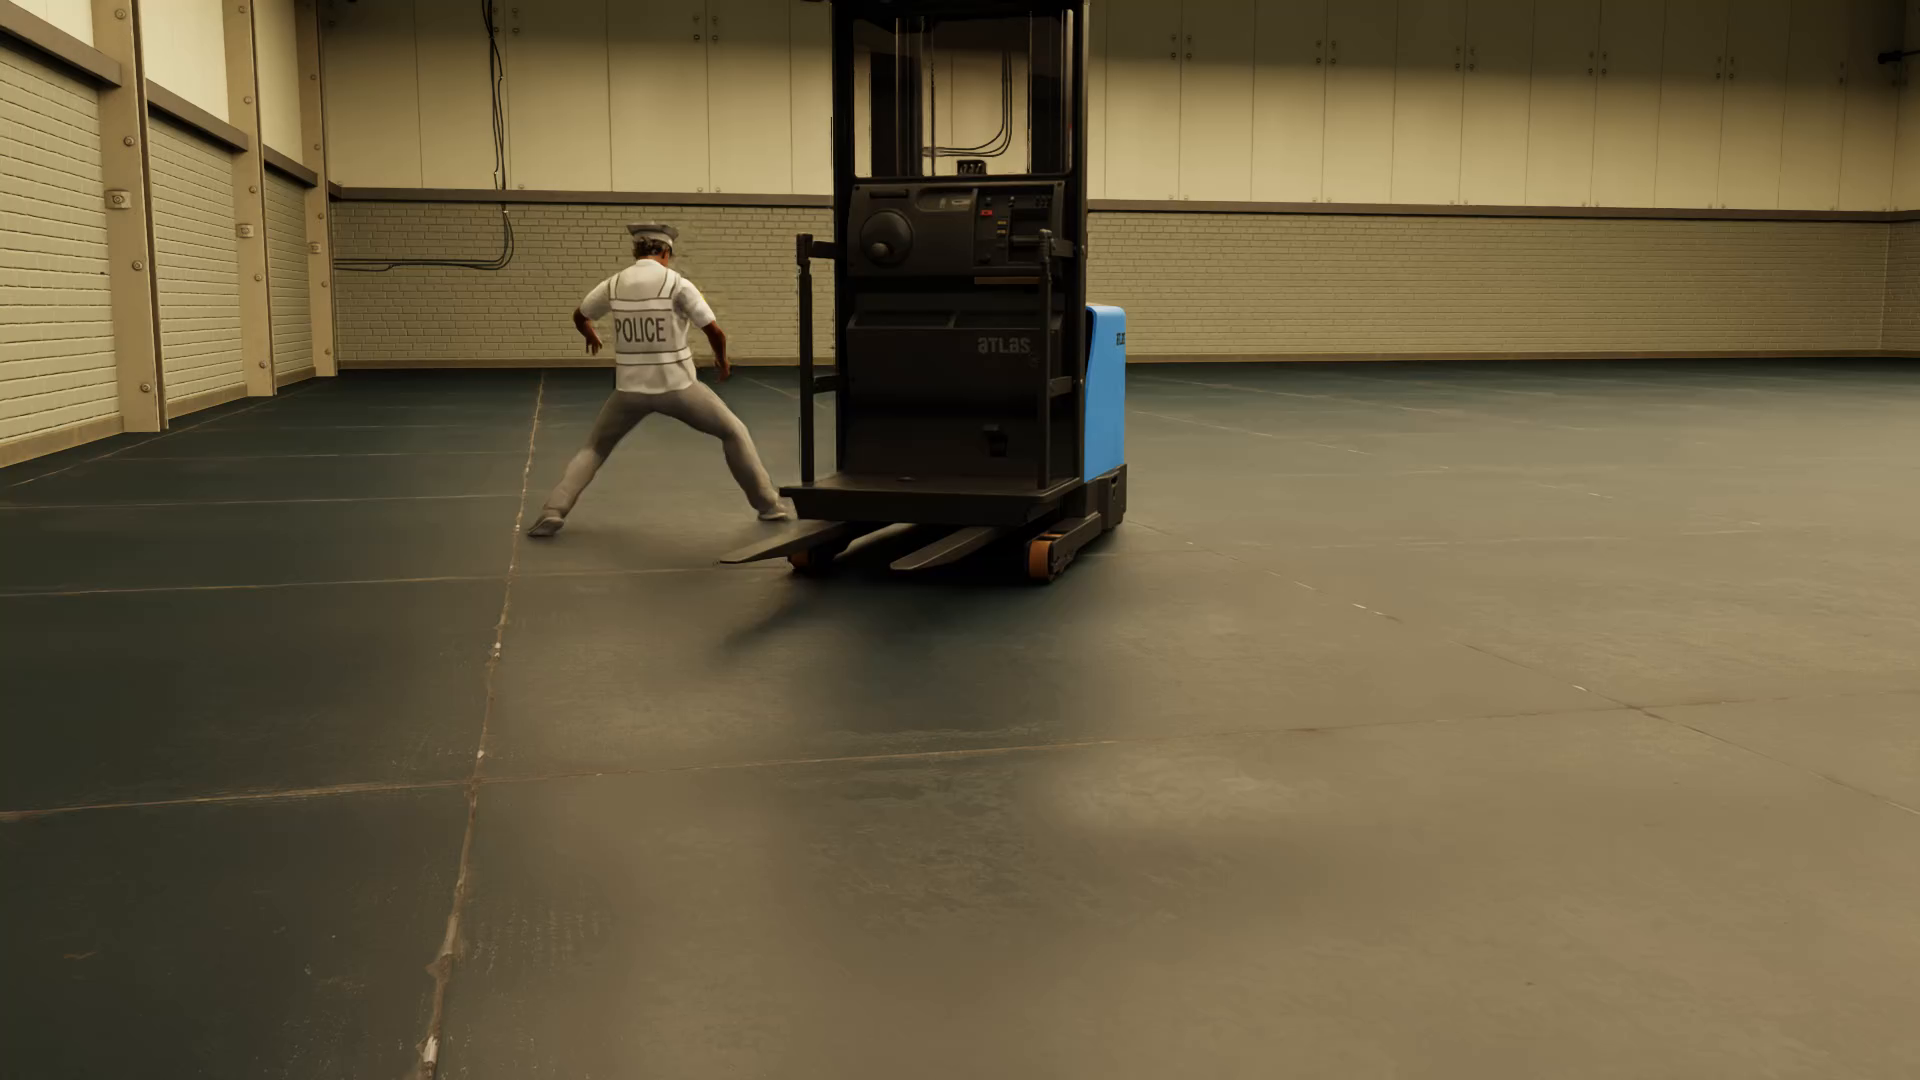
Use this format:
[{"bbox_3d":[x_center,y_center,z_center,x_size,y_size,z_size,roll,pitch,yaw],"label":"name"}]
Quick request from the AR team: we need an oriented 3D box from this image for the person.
[{"bbox_3d":[-1.476,-0.775,8.047,1.069,1.493,0.963,1,8,10],"label":"person"}]

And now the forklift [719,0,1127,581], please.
[{"bbox_3d":[-0.076,-1.349,6.774,1.130,2.935,3.031,2,8,16],"label":"forklift"}]
